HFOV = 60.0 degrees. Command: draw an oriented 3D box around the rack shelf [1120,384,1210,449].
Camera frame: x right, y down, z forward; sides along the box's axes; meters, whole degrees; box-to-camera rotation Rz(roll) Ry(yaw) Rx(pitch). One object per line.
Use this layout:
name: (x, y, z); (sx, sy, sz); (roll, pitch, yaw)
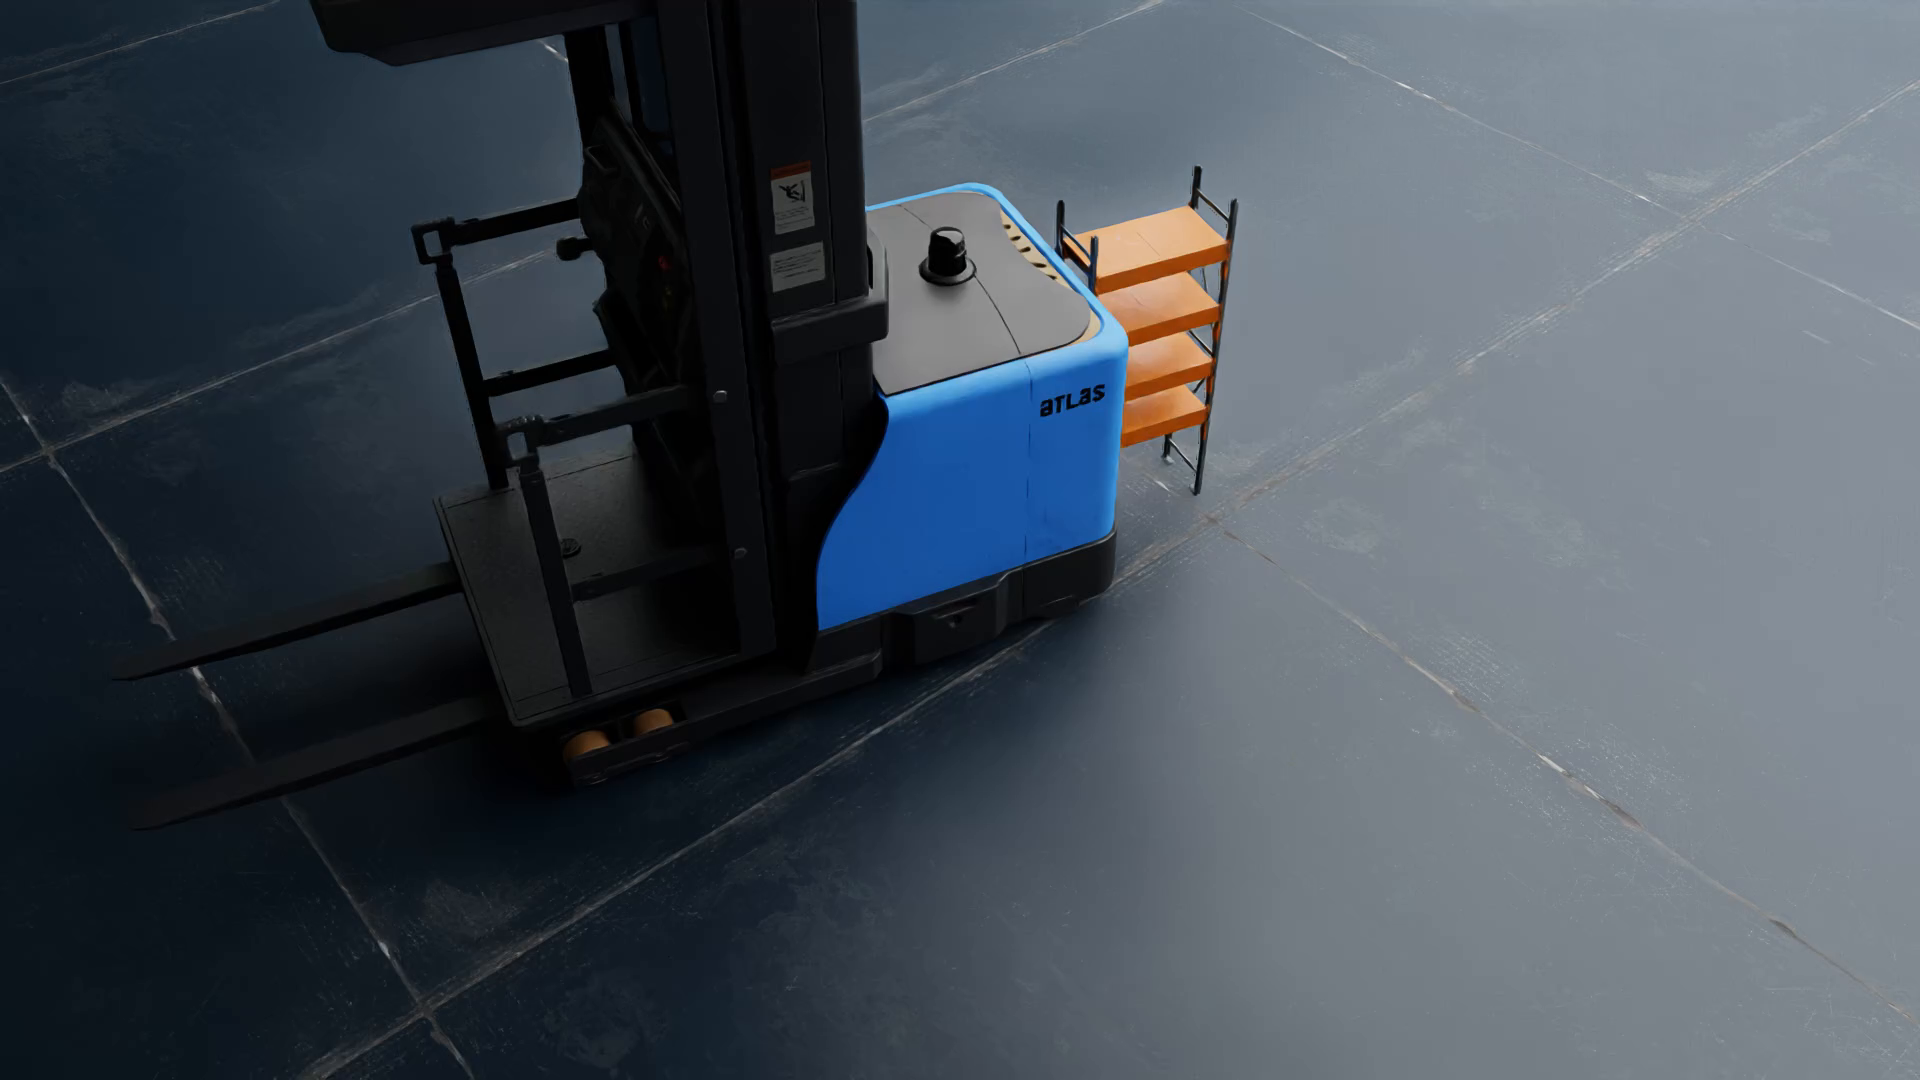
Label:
rack shelf: (0.578, -0.410, 5.698); (0.480, 0.148, 0.258); (-18, 46, -18)

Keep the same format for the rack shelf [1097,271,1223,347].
rack shelf: (0.578, -0.718, 5.409); (0.480, 0.148, 0.258); (-18, 46, -18)

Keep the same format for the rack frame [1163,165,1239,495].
rack frame: (0.800, -0.674, 5.591); (0.015, 1.200, 0.240); (-18, 46, -18)

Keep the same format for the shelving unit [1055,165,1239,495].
shelving unit: (0.578, -0.604, 5.516); (0.503, 1.200, 0.258); (-18, 46, -18)

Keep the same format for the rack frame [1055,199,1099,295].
rack frame: (0.357, -0.533, 5.441); (0.015, 1.200, 0.240); (-18, 46, -18)

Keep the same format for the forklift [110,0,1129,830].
forklift: (-1.051, -0.753, 4.411); (3.031, 2.935, 1.130); (-18, 46, -18)

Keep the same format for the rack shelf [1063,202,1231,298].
rack shelf: (0.578, -0.890, 5.247); (0.480, 0.148, 0.258); (-18, 46, -18)

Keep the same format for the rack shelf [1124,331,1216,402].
rack shelf: (0.578, -0.554, 5.562); (0.480, 0.148, 0.258); (-18, 46, -18)
